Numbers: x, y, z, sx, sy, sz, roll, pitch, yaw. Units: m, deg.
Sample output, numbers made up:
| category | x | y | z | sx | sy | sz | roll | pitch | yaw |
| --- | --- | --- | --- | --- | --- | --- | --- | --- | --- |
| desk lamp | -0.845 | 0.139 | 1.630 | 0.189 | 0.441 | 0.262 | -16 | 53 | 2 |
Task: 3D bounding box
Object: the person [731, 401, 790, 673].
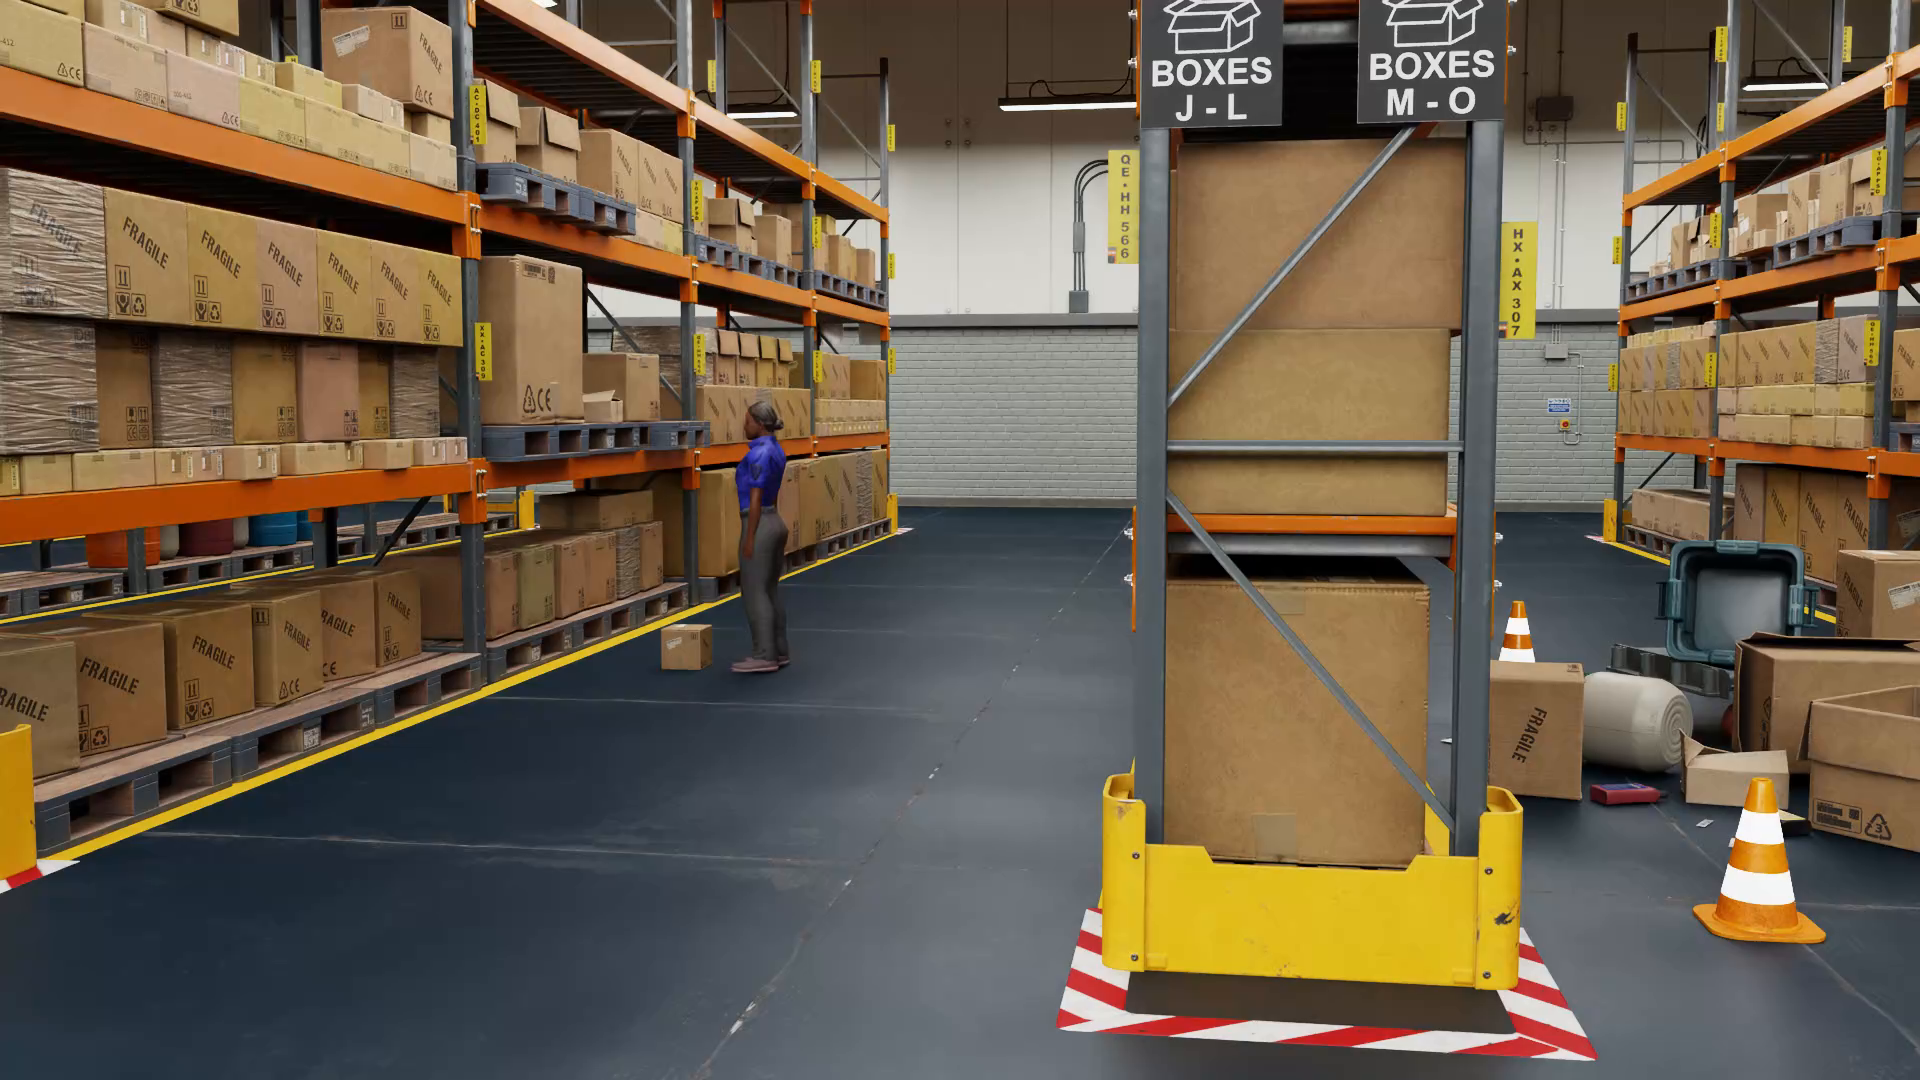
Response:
| category | x | y | z | sx | sy | sz | roll | pitch | yaw |
| --- | --- | --- | --- | --- | --- | --- | --- | --- | --- |
| person | -1.230 | -0.024 | 10.235 | 0.312 | 1.659 | 0.436 | 1 | 5 | 10 |
